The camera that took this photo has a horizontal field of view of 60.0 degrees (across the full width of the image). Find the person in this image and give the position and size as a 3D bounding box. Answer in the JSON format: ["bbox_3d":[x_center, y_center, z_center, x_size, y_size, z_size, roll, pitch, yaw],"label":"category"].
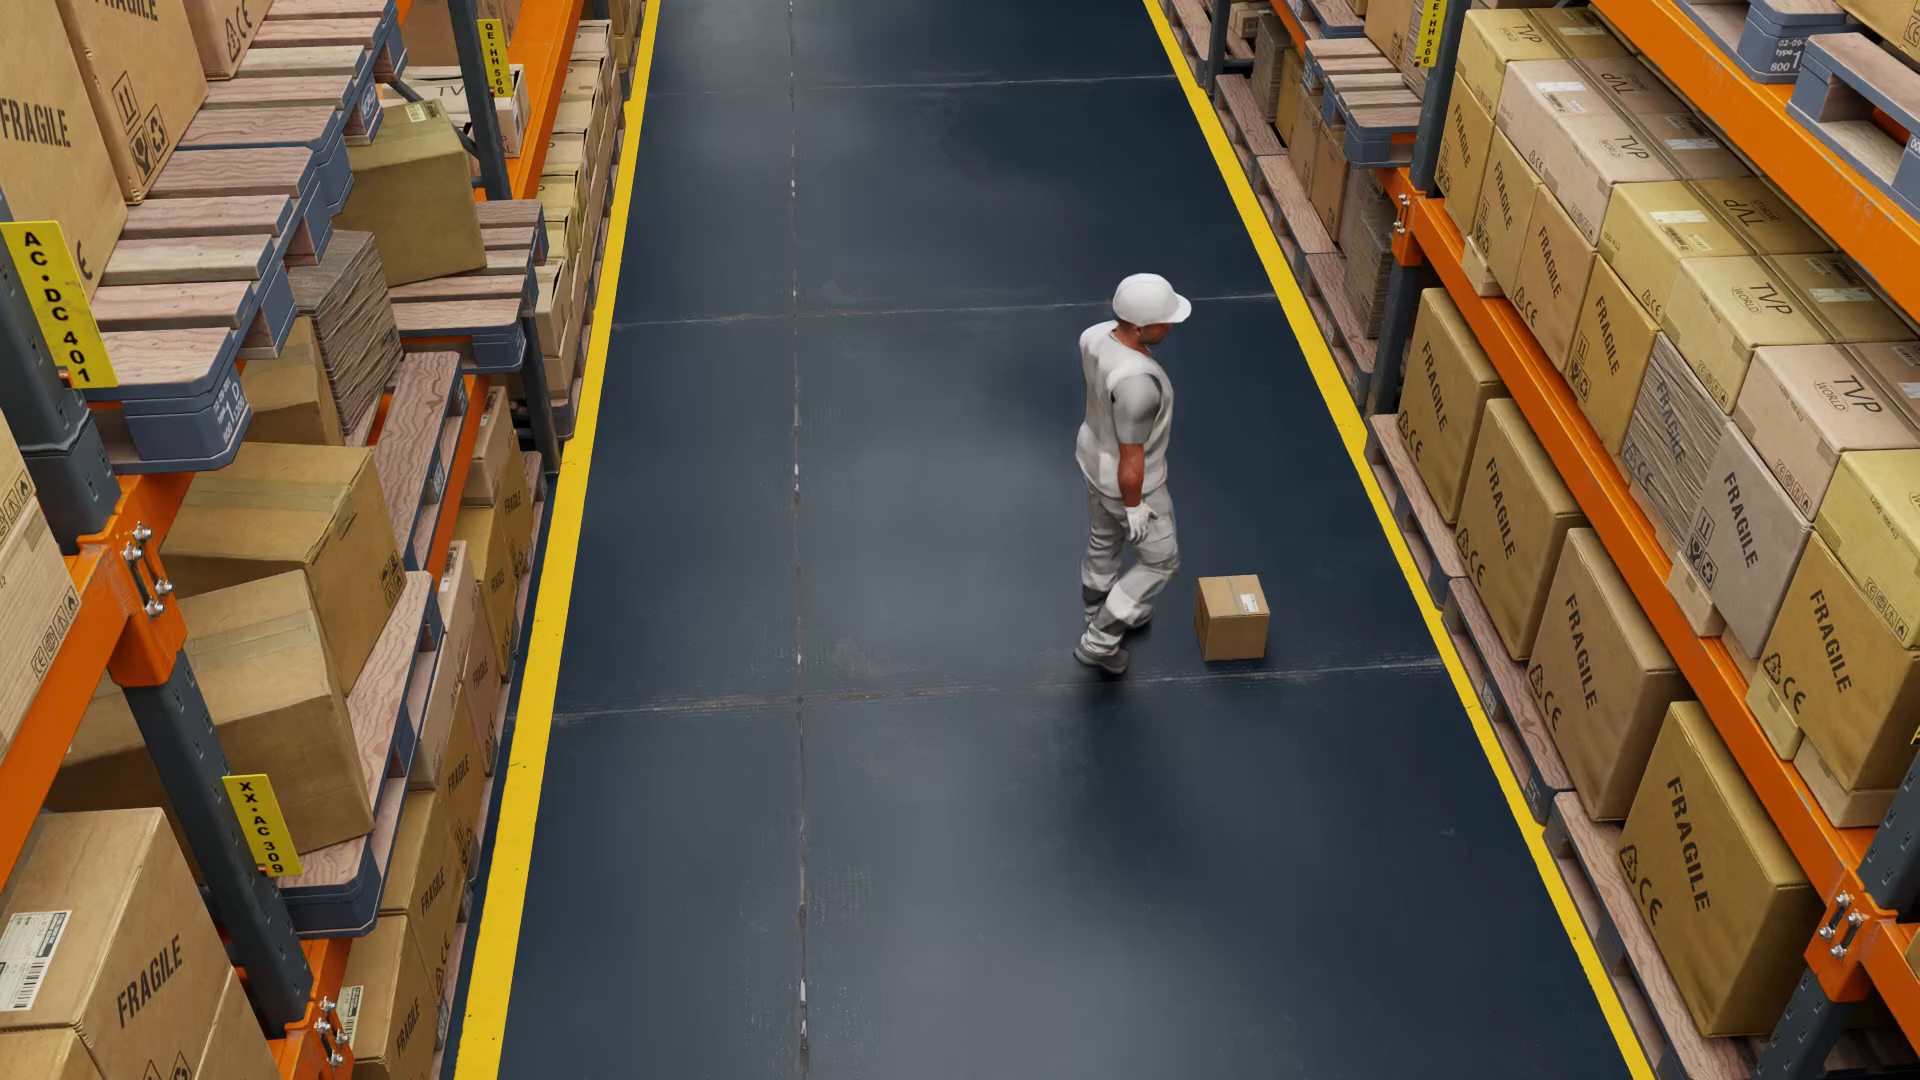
[{"bbox_3d":[0.628,-0.265,6.447,0.481,1.789,0.588,-12,40,-15],"label":"person"}]
